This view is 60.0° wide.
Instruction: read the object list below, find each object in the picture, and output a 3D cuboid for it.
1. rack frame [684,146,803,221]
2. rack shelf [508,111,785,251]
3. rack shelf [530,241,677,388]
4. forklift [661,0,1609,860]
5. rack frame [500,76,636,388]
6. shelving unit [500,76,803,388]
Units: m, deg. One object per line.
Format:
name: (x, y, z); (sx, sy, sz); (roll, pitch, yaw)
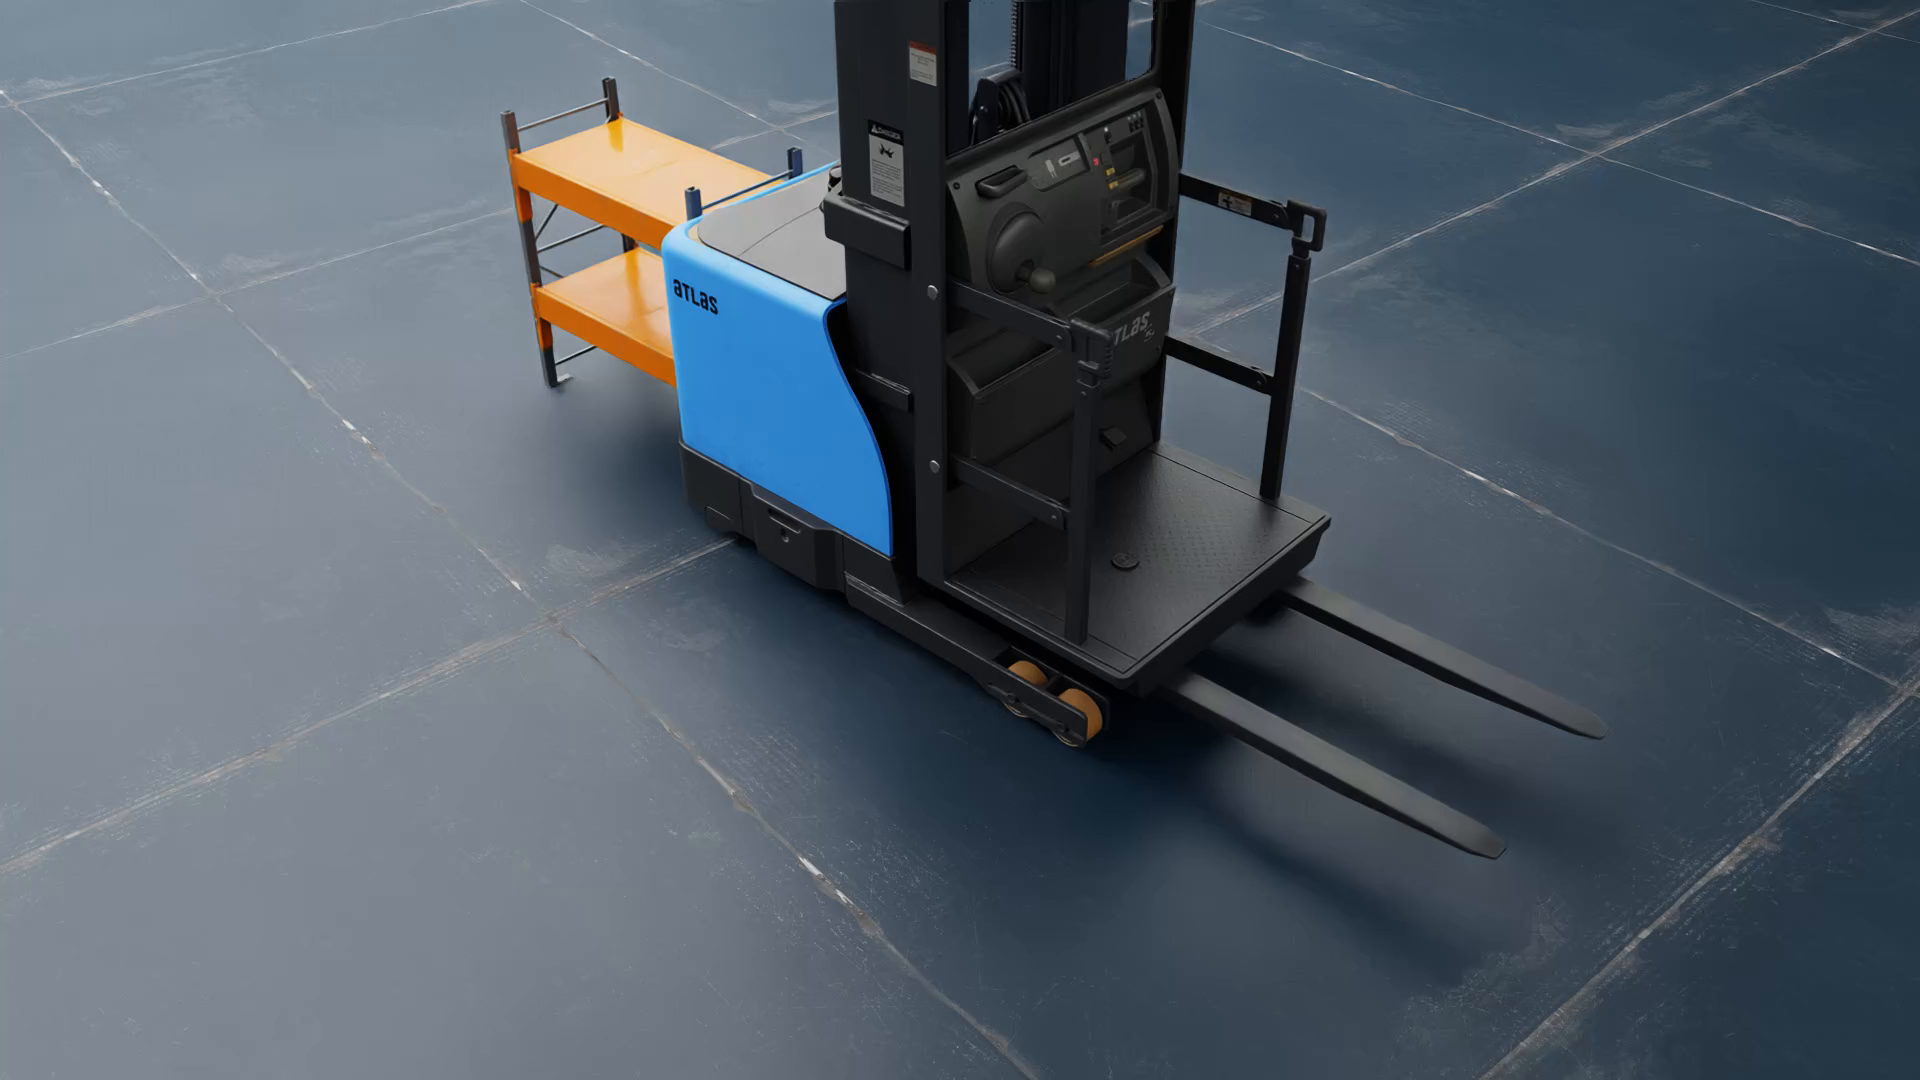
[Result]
rack frame: (-0.720, -0.783, 5.883); (0.032, 1.125, 0.500); (28, 44, 33)
rack shelf: (-1.098, -1.219, 5.992); (1.000, 0.278, 0.538); (28, 44, 33)
rack shelf: (-1.098, -0.781, 6.302); (1.000, 0.278, 0.538); (28, 44, 33)
forklift: (0.462, -0.934, 4.533); (3.031, 2.935, 1.130); (28, 44, 33)
rack frame: (-1.475, -1.177, 6.439); (0.032, 1.125, 0.500); (28, 44, 33)
shelving unit: (-1.098, -0.980, 6.161); (1.048, 1.125, 0.538); (28, 44, 33)
